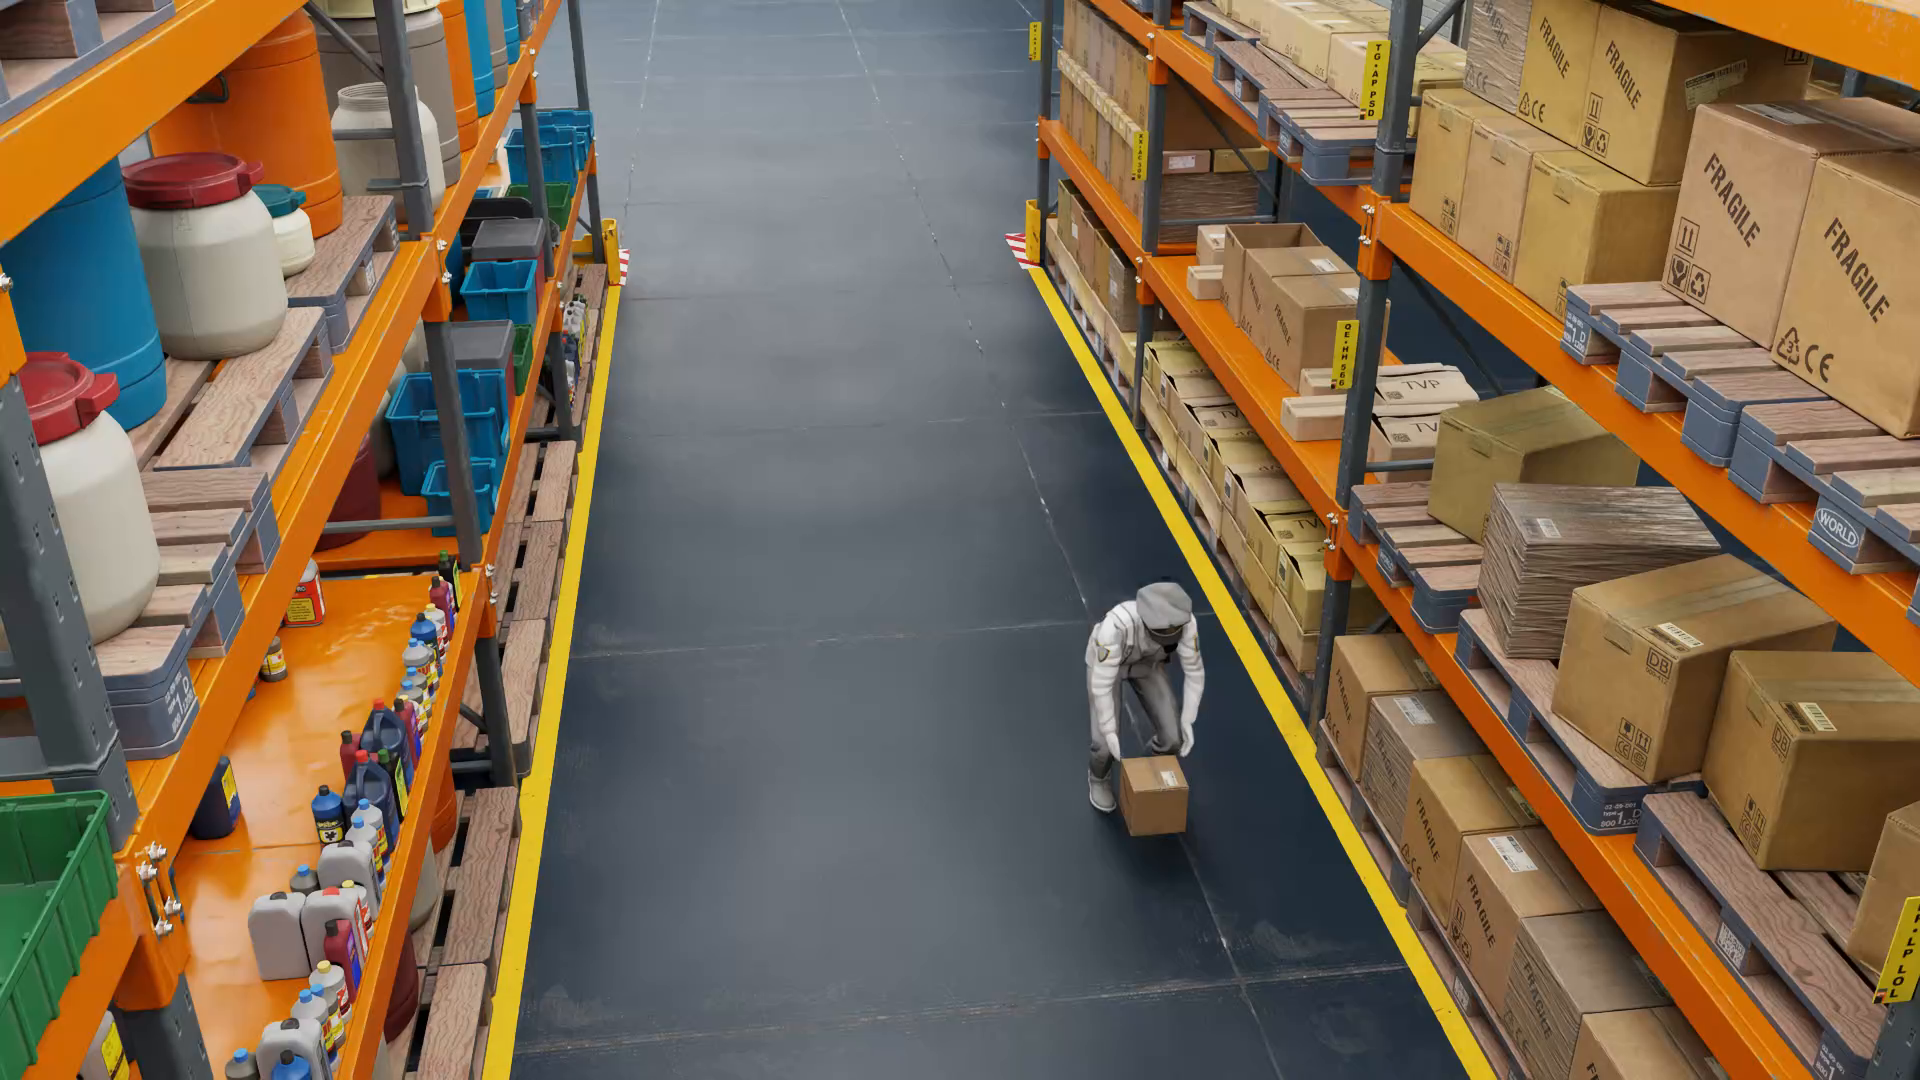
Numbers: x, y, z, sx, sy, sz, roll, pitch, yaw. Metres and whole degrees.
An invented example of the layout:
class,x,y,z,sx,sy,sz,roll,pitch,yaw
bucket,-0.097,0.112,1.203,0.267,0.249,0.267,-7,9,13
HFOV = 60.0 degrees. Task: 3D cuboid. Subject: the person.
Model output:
class,x,y,z,sx,sy,sz,roll,pitch,yaw
person,0.846,0.690,7.693,0.534,1.294,0.749,-4,28,-7
